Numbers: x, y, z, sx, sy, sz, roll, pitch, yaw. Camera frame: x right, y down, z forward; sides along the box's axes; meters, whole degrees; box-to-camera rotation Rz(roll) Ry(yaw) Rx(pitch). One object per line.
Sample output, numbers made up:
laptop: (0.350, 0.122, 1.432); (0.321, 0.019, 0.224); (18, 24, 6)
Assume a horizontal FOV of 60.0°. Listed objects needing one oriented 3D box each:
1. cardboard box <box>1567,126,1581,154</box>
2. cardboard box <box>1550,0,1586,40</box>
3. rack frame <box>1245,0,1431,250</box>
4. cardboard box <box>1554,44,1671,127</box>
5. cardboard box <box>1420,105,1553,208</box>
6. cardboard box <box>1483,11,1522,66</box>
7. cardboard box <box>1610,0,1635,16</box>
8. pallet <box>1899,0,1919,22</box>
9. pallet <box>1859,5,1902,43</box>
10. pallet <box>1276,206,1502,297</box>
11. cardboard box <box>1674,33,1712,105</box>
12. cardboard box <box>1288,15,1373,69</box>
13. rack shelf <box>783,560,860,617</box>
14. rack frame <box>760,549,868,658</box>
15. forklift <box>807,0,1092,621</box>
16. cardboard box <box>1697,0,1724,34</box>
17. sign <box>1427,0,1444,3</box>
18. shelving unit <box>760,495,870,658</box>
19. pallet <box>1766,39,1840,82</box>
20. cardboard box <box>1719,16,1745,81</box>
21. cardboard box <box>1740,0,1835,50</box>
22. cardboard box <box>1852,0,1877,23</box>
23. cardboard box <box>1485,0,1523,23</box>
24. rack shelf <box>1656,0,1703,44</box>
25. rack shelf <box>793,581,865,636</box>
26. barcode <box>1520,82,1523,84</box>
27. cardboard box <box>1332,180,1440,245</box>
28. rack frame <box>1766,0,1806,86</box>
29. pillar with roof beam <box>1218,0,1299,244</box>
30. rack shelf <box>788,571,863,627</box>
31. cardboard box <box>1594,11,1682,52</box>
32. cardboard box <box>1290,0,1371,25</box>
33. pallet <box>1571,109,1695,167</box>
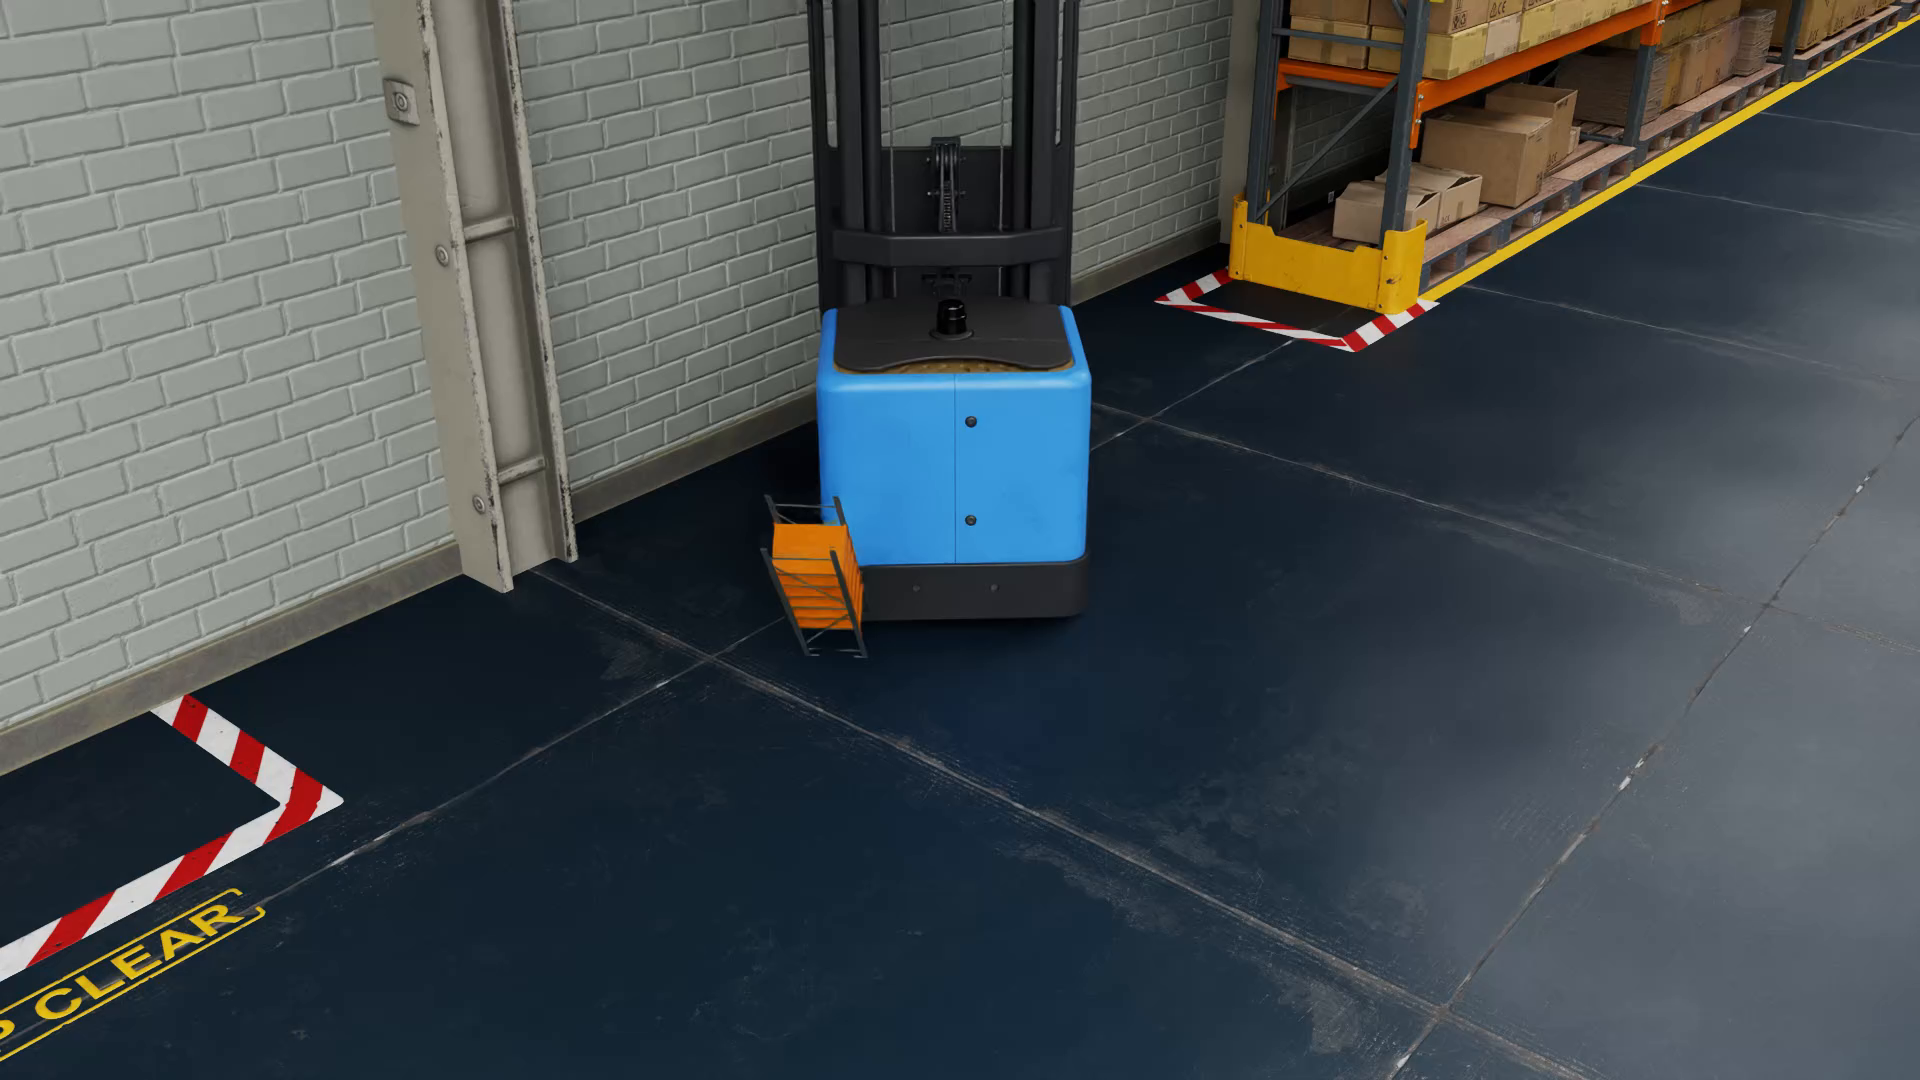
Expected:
cardboard box: (4.398, -3.012, 12.412); (0.380, 0.166, 0.250); (16, 31, 28)
cardboard box: (3.697, -3.423, 10.744); (0.500, 0.250, 0.500); (21, 34, 35)
rack frame: (2.171, -2.855, 9.505); (1.000, 3.000, 0.127); (21, 34, 34)
cardboard box: (5.170, -3.624, 13.233); (0.700, 0.500, 0.500); (22, 35, 36)
cardboard box: (3.548, -2.607, 11.266); (0.700, 0.500, 0.500); (18, 33, 31)
cardboard box: (3.045, -3.066, 10.053); (0.500, 0.250, 0.500); (20, 33, 33)
cardboard box: (4.324, -3.785, 11.443); (0.500, 0.250, 0.500); (21, 34, 35)
pallet: (10.348, -6.118, 18.846); (1.003, 0.211, 1.213); (21, 34, 34)
pallet: (9.371, -5.576, 17.798); (1.003, 0.211, 1.213); (21, 34, 34)
pallet: (2.763, -1.921, 10.734); (1.003, 0.211, 1.213); (21, 34, 34)
cardboard box: (5.816, -3.991, 13.942); (0.700, 0.500, 0.500); (21, 34, 35)
cardboard box: (2.318, -3.020, 9.964); (0.500, 0.250, 0.500); (21, 34, 35)
rack shelf: (-0.488, 0.168, 5.891); (0.258, 0.103, 0.180); (1, 70, 2)
rack frame: (-0.493, 0.239, 5.818); (0.240, 1.200, 0.006); (1, 70, 2)
forklift: (-0.077, -1.623, 7.198); (1.130, 2.935, 3.031); (-1, 27, -2)
cardboard box: (6.107, -4.472, 14.055); (0.500, 0.250, 0.500); (21, 34, 34)
sign: (2.589, -3.081, 8.999); (0.100, 0.325, 0.005); (21, 34, 34)
shelving unit: (-0.490, 0.153, 5.849); (0.258, 1.200, 0.189); (1, 70, 2)
pallet: (7.819, -4.711, 16.126); (1.003, 0.211, 1.213); (21, 34, 34)
cardboard box: (6.424, -4.358, 14.650); (0.700, 0.500, 0.500); (21, 34, 34)
cardboard box: (7.828, -5.146, 15.815); (0.750, 0.750, 0.750); (20, 34, 34)
cardboard box: (8.927, -5.757, 16.996); (0.750, 0.750, 0.750); (22, 35, 36)
cardboard box: (3.028, -3.384, 9.853); (0.500, 0.500, 0.500); (21, 34, 35)
rack shelf: (5.987, -4.663, 13.782); (1.077, 0.370, 4.000); (21, 34, 34)
rack shelf: (-0.481, 0.251, 6.116); (0.258, 0.103, 0.180); (1, 70, 2)
barcode: (4.186, -3.379, 12.411); (0.001, 0.075, 0.075); (21, 34, 34)
cardboard box: (2.680, -2.075, 10.445); (0.500, 0.311, 0.500); (17, 32, 29)
rack frame: (7.259, -5.692, 14.987); (1.000, 3.000, 0.127); (21, 34, 34)
pillar with roof beam: (5.270, -4.763, 6.662); (9.100, 9.000, 0.400); (21, 34, 34)
rack shelf: (-0.484, 0.210, 6.003); (0.258, 0.103, 0.180); (1, 70, 2)
cardboard box: (5.448, -4.115, 13.365); (0.500, 0.250, 0.500); (20, 33, 33)
cardboard box: (2.306, -3.360, 9.805); (0.500, 0.500, 0.500); (20, 34, 34)
pallet: (5.209, -3.311, 13.421); (1.003, 0.211, 1.213); (21, 34, 34)
